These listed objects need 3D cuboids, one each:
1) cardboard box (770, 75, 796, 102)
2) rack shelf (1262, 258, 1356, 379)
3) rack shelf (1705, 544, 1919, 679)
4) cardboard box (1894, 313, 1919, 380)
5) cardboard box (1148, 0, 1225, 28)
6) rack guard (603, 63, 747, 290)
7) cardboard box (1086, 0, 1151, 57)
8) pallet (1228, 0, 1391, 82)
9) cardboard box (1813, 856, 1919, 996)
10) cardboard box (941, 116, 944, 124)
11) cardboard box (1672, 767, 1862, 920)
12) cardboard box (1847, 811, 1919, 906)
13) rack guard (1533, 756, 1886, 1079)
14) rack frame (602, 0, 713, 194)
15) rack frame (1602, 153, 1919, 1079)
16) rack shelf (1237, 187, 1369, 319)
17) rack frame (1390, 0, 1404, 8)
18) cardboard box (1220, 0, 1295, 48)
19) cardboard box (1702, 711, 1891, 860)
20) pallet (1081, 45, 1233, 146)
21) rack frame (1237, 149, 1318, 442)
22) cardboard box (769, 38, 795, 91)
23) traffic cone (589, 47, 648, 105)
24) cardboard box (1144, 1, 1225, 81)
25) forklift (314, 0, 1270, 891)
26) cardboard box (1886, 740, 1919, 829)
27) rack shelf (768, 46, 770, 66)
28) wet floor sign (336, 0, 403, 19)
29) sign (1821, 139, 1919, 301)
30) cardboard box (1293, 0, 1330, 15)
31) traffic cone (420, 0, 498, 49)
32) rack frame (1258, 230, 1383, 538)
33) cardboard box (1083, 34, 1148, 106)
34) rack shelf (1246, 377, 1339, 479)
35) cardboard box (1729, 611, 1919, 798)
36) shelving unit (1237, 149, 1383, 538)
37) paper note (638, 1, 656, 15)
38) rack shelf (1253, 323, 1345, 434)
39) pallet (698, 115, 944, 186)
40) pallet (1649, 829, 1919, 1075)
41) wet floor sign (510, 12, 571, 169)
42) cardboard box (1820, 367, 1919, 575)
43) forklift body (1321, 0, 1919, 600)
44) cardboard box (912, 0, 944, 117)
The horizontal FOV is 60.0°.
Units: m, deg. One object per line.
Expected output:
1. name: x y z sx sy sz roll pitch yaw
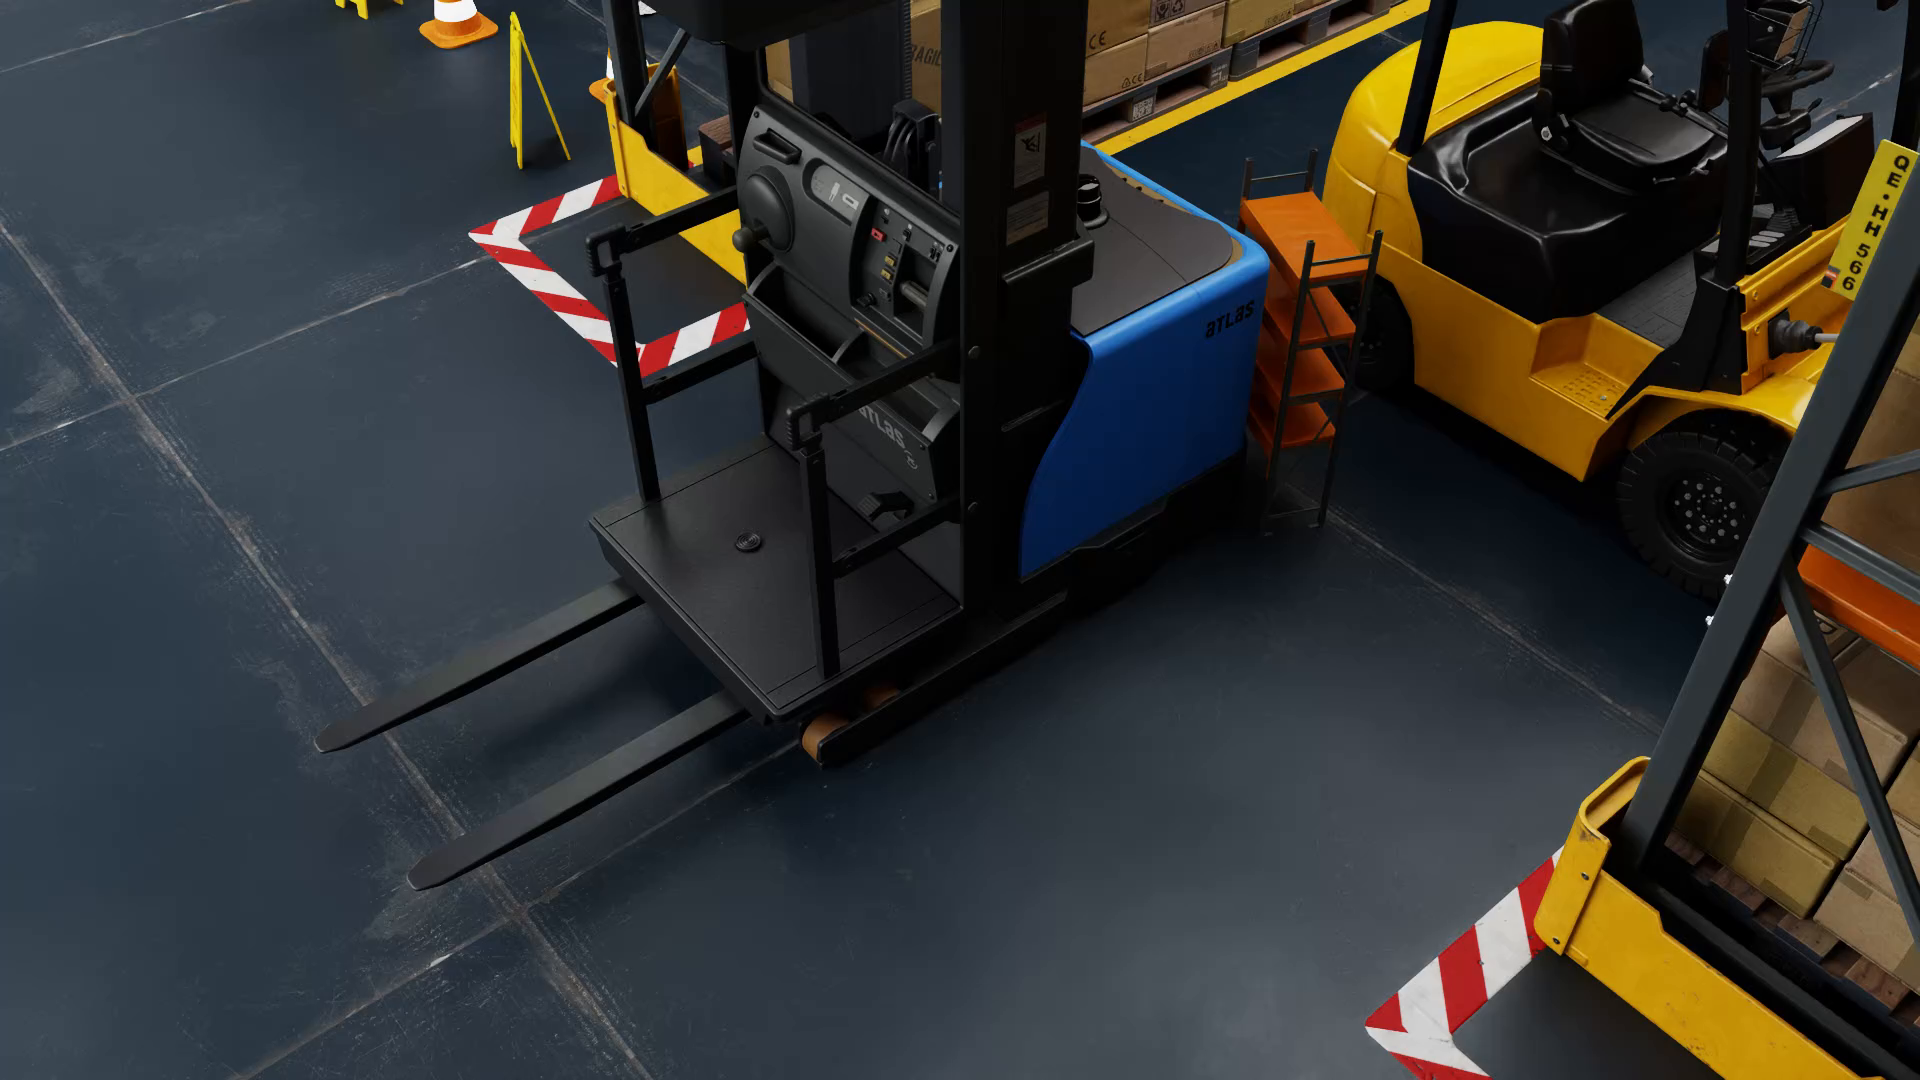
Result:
1. cardboard box: -0.633 -2.065 7.460 0.500 0.250 0.500 -30 51 -28
2. rack shelf: 1.089 -0.745 5.438 0.258 0.148 0.480 -10 44 -11
3. rack shelf: 3.622 -0.419 4.531 4.000 0.370 1.077 -30 51 -28
4. cardboard box: 2.175 -0.375 3.412 0.250 0.149 0.380 -29 50 -27
5. cardboard box: 0.908 -2.739 7.629 0.500 0.500 0.500 -27 50 -26
6. rack guard: -1.041 -1.530 7.014 0.348 0.500 1.175 -30 51 -28
7. cardboard box: 0.503 -2.500 7.375 0.500 0.500 0.500 -29 50 -27
8. pallet: 1.477 -2.835 8.614 1.213 0.211 1.003 -30 51 -28
9. cardboard box: 2.591 0.933 4.267 0.500 0.250 0.500 -30 51 -28
10. cardboard box: -0.303 -1.768 7.143 0.500 0.250 0.500 -30 51 -28
11. cardboard box: 2.246 0.674 4.543 0.500 0.250 0.500 -29 51 -28
12. cardboard box: 2.582 0.767 4.079 0.500 0.250 0.500 -29 50 -27
13. rack guard: 2.070 1.119 4.194 0.348 0.500 1.175 -30 51 -28
14. rack frame: -1.099 -2.408 6.123 0.127 3.000 1.000 -30 51 -28
15. rack frame: 2.088 0.197 3.349 0.127 3.000 1.000 -30 51 -28
16. rack shelf: 1.089 -0.917 5.276 0.258 0.148 0.480 -10 44 -11
17. rack frame: 1.969 -4.165 7.993 0.127 3.000 1.000 -30 51 -28
18. cardboard box: 1.286 -2.676 8.109 0.500 0.250 0.500 -31 51 -29
19. cardboard box: 2.261 0.486 4.378 0.500 0.250 0.500 -30 51 -28
20. pallet: 0.540 -2.296 8.041 1.213 0.211 1.003 -30 51 -28
21. rack frame: 1.028 -0.793 5.717 0.240 1.200 0.015 -10 44 -11
22. cardboard box: -0.652 -2.321 7.184 0.500 0.500 0.500 -29 51 -28
23. traffic cone: -1.597 -2.349 7.914 0.334 0.463 0.336 -30 51 -28
24. cardboard box: 0.893 -2.455 7.874 0.500 0.250 0.500 -29 50 -27
25. forklift: -0.485 -0.800 4.461 3.031 2.935 1.130 -29 50 -27
26. cardboard box: 2.578 0.570 3.923 0.500 0.250 0.500 -31 51 -28
27. rack shelf: 0.435 -3.024 7.304 4.000 0.370 1.077 -30 51 -28
28. wet floor sign: -3.104 -3.052 8.528 0.267 0.644 0.232 30 51 28
29. sign: 1.751 -0.602 3.182 0.005 0.325 0.100 -30 51 -28
30. cardboard box: 1.688 -2.915 8.364 0.500 0.250 0.500 -28 50 -26
31. traffic cone: -2.570 -2.783 8.375 0.334 0.463 0.336 -30 51 -28
32. rack frame: 1.150 -0.469 5.373 0.240 1.200 0.015 -10 44 -11
33. cardboard box: 0.504 -2.234 7.640 0.500 0.250 0.500 -26 49 -25
34. rack shelf: 1.089 -0.437 5.727 0.258 0.148 0.480 -10 44 -11
35. cardboard box: 2.241 0.316 4.194 0.500 0.250 0.500 -28 50 -27
36. shelving unit: 1.089 -0.631 5.545 0.258 1.200 0.503 -10 44 -11
37. paper note: -1.651 -2.786 8.694 0.148 0.019 0.142 22 47 21
38. rack shelf: 1.089 -0.582 5.591 0.258 0.148 0.480 -10 44 -11
39. pallet: -0.395 -1.763 7.473 1.213 0.211 1.003 -30 51 -28
40. pallet: 2.648 0.856 4.685 1.213 0.211 1.003 -30 51 -28
41. wet floor sign: -1.931 -2.028 7.438 0.232 0.644 0.267 -14 45 -14
42. cardboard box: 2.297 -0.193 3.692 0.500 0.500 0.500 -31 51 -29
43. forklift body: 2.372 -1.284 5.547 1.214 2.155 2.313 -30 51 -28
44. cardboard box: -0.285 -2.052 6.898 0.500 0.500 0.500 -32 52 -29
